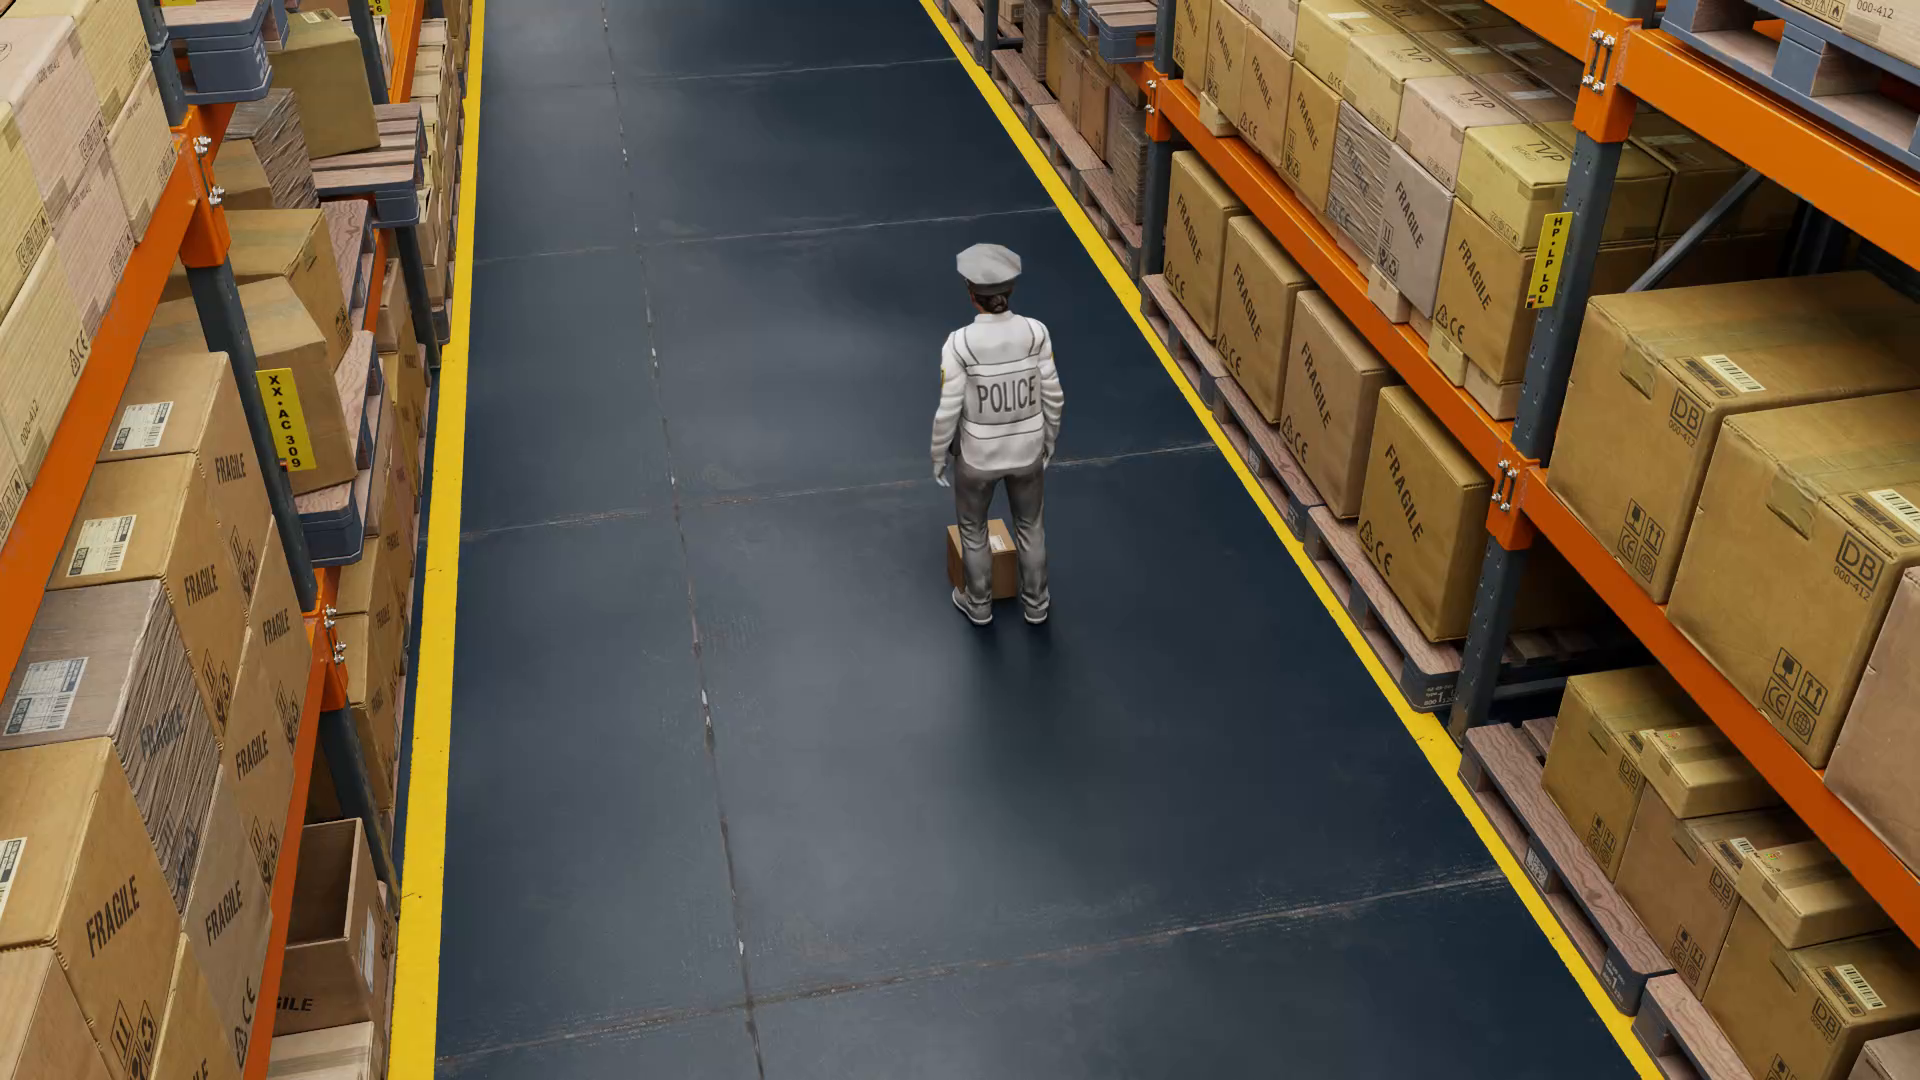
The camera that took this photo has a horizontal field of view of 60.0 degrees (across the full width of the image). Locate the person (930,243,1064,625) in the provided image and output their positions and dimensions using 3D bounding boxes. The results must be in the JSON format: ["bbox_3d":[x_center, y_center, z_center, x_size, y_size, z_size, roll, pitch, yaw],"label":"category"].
[{"bbox_3d":[0.141,-0.367,6.671,0.547,1.666,0.412,-9,36,-13],"label":"person"}]
